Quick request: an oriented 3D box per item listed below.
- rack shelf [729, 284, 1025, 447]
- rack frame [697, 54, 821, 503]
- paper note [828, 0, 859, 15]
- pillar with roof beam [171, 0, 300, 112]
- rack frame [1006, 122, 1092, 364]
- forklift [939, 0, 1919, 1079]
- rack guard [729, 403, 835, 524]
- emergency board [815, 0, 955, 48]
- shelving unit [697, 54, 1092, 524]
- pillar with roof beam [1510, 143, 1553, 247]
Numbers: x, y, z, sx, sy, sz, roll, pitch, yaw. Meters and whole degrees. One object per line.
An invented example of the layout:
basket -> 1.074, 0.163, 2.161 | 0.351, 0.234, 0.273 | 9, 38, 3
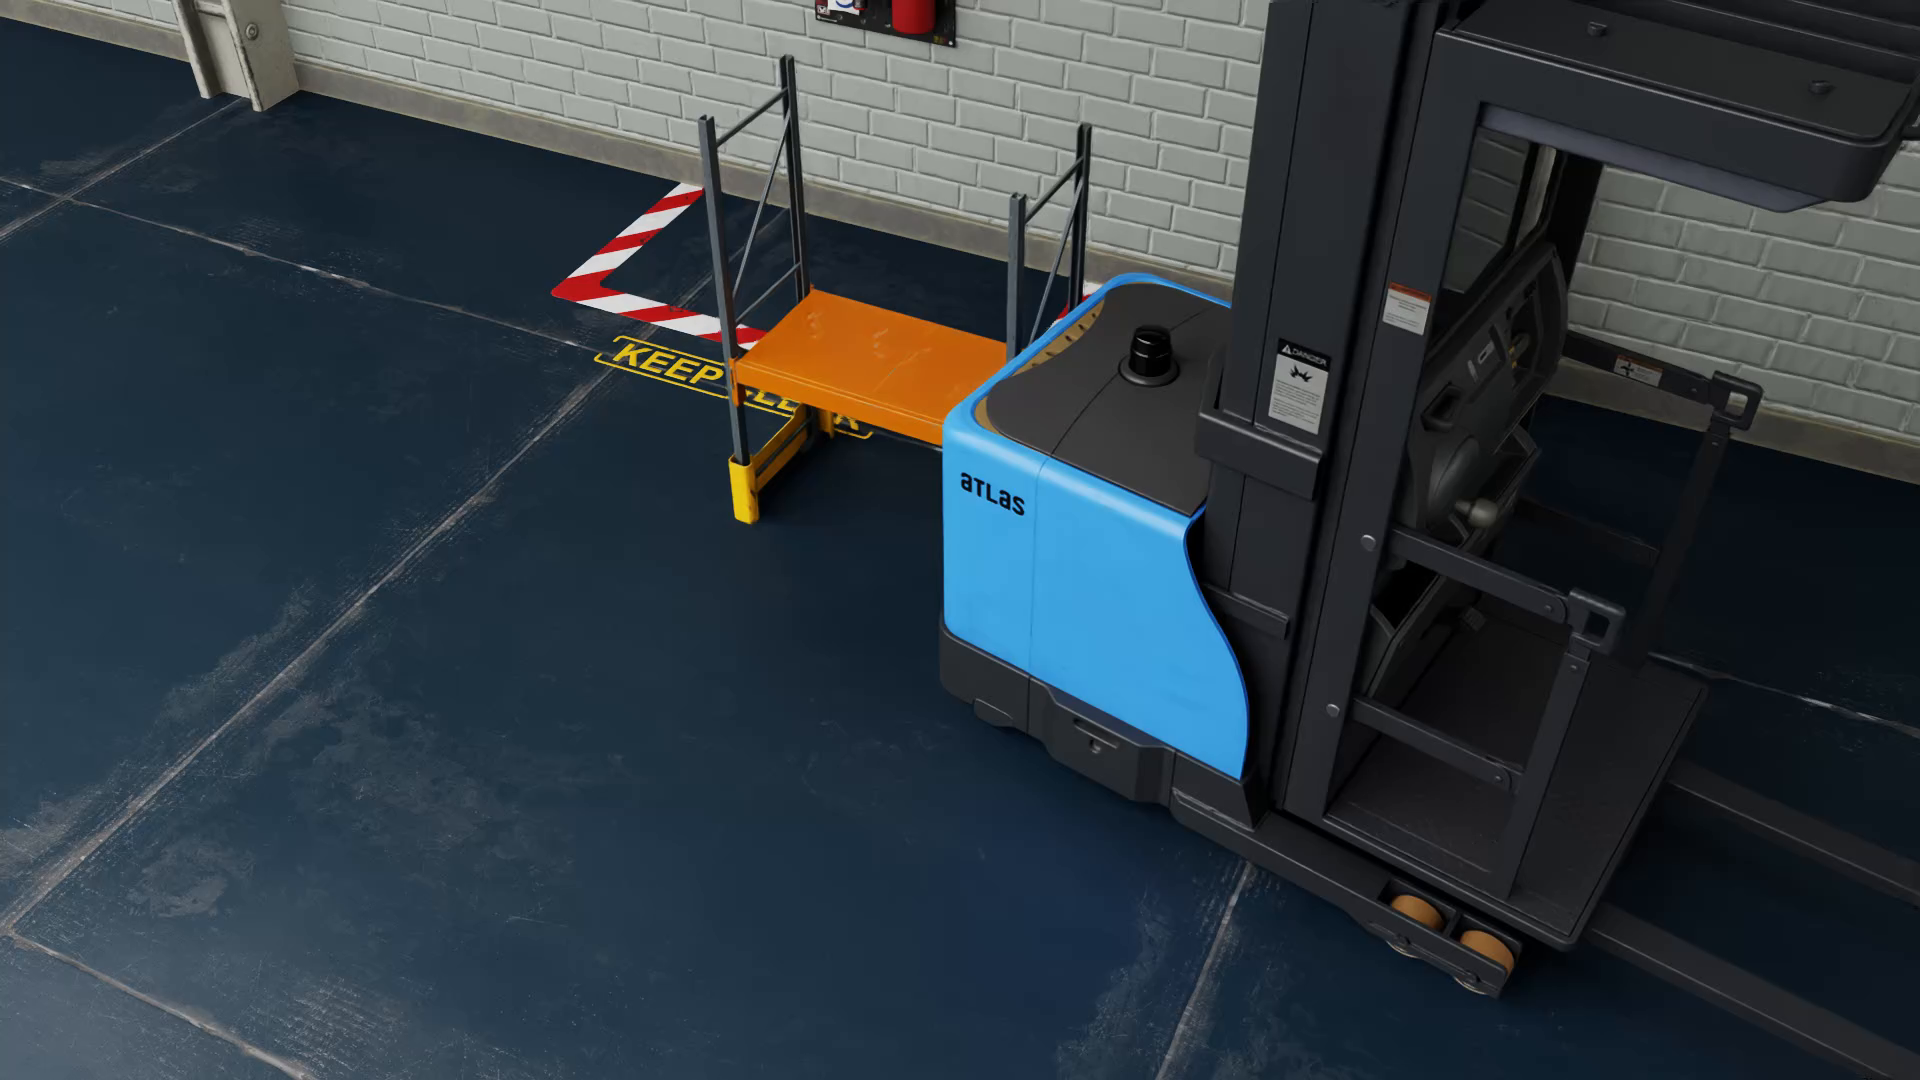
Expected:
rack shelf -> -0.193, -0.522, 5.482 | 1.000, 0.185, 0.538 | 18, 44, 20
rack frame -> -0.646, -0.809, 5.538 | 0.032, 1.500, 0.500 | 18, 44, 20
paper note -> -0.467, -2.188, 6.657 | 0.142, 0.148, 0.016 | 17, 44, 19
pillar with roof beam -> -5.370, -3.097, 2.453 | 0.400, 9.000, 9.100 | 17, 44, 19
rack frame -> 0.261, -0.508, 5.191 | 0.032, 1.500, 0.500 | 18, 44, 20
forklift -> 1.428, -0.315, 3.876 | 3.031, 2.935, 1.130 | 25, 47, 26
rack guard -> -0.629, -0.331, 5.941 | 0.087, 0.250, 0.587 | 18, 44, 20
emergency board -> -0.336, -2.431, 6.264 | 0.643, 1.169, 0.194 | 17, 44, 19
shelving unit -> -0.184, -0.656, 5.361 | 1.083, 1.500, 0.587 | 18, 44, 20
pillar with roof beam -> 0.067, -1.436, 0.536 | 0.400, 9.000, 9.100 | 17, 44, 19
